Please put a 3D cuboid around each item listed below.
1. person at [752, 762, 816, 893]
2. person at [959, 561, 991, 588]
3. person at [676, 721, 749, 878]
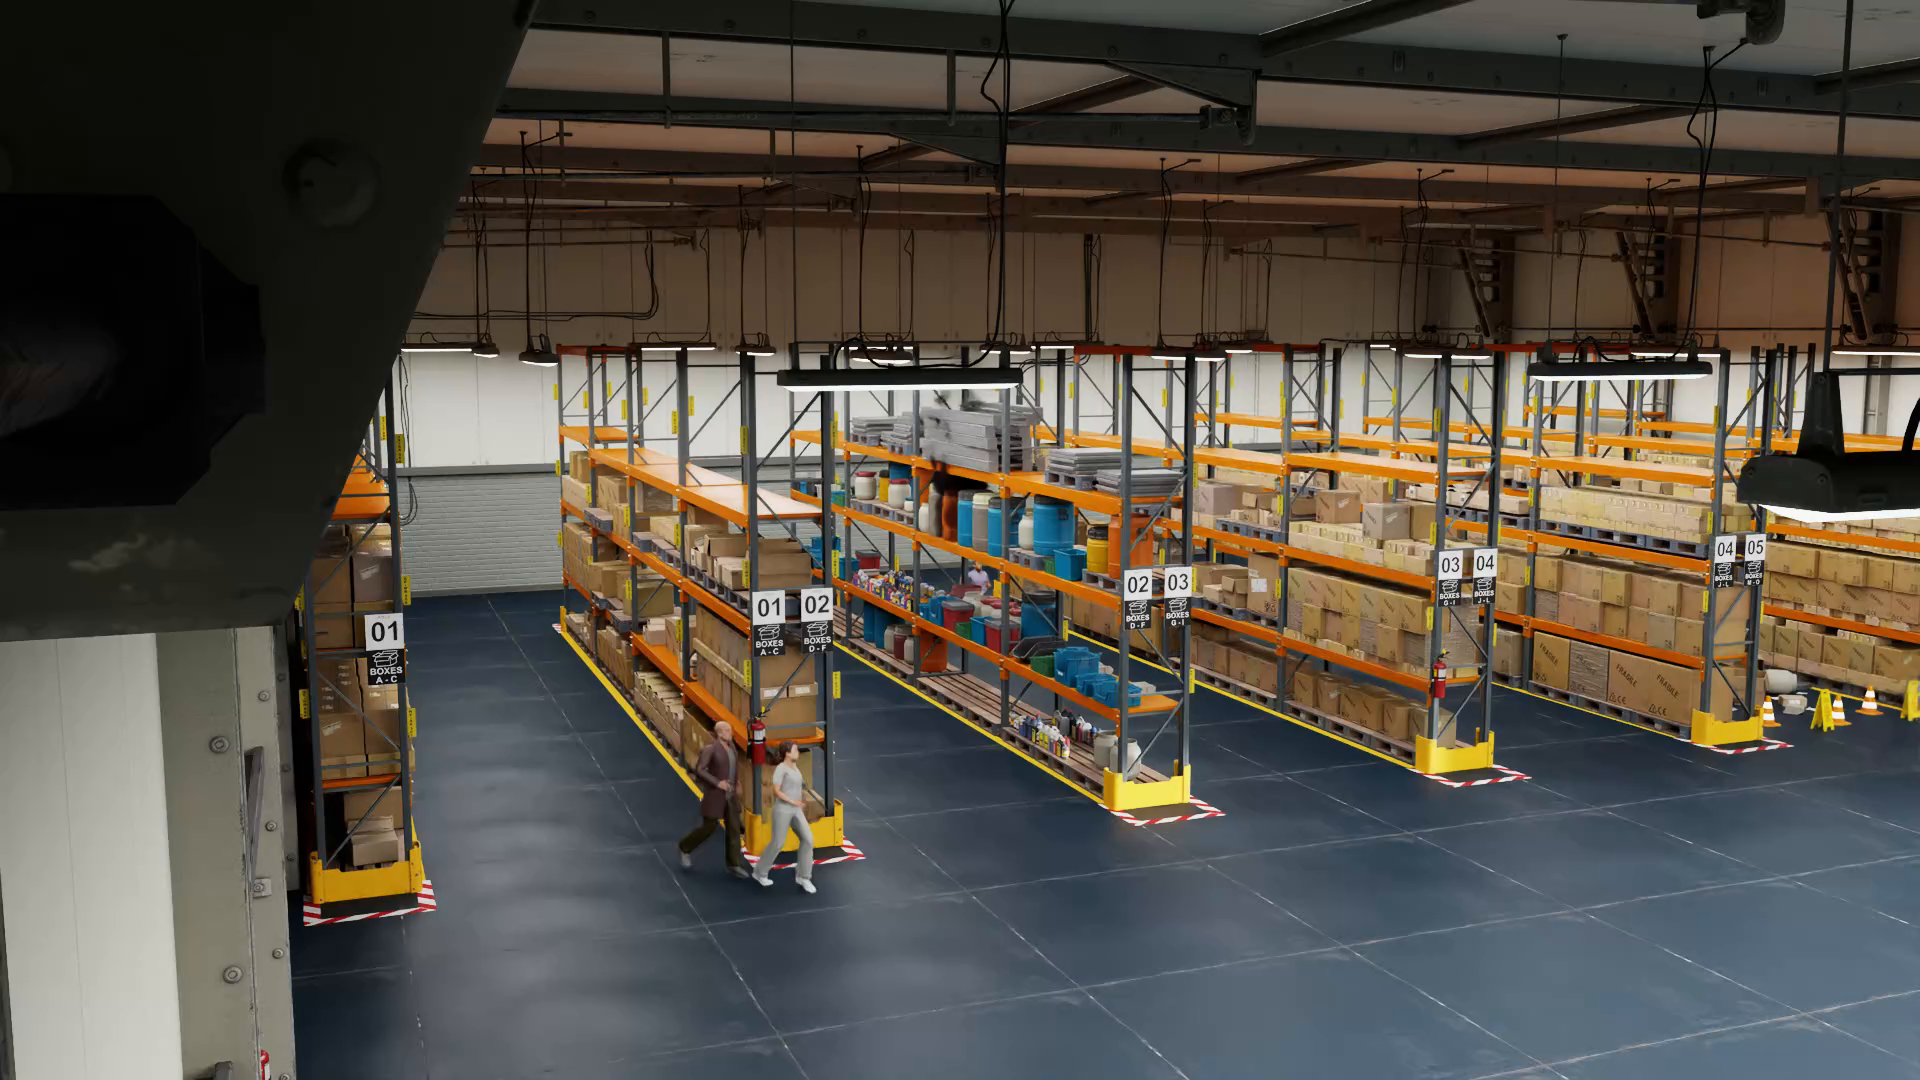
[{"bbox_3d":[-1.920,3.228,18.915,0.796,1.427,0.573,4,8,26],"label":"person"},{"bbox_3d":[0.353,1.232,33.836,0.575,1.711,0.742,-6,9,-38],"label":"person"},{"bbox_3d":[-2.769,2.989,19.428,1.049,1.745,0.769,5,9,34],"label":"person"}]
